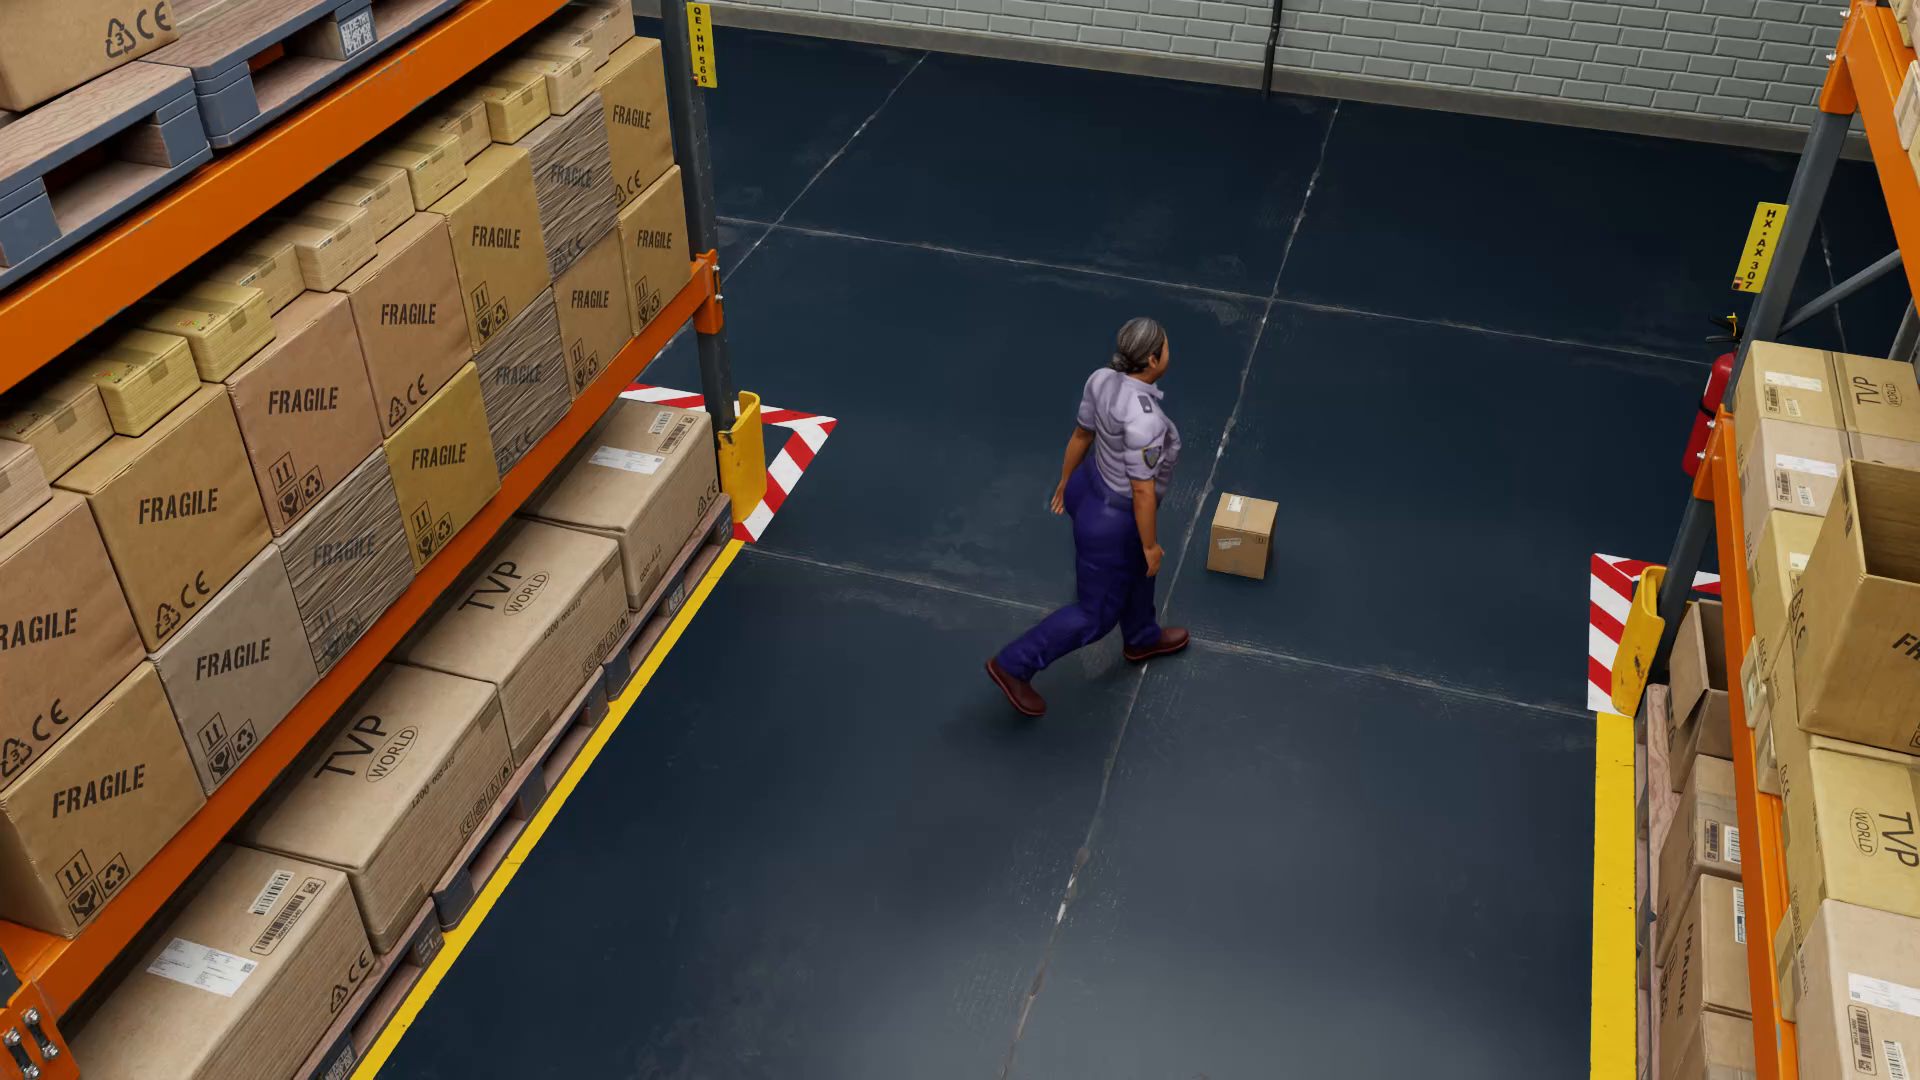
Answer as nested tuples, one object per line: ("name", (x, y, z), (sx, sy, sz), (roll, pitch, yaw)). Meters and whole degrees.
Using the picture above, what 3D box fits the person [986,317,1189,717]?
("person", (0.528, -0.101, 6.297), (0.921, 1.606, 0.536), (-8, 38, -10))
